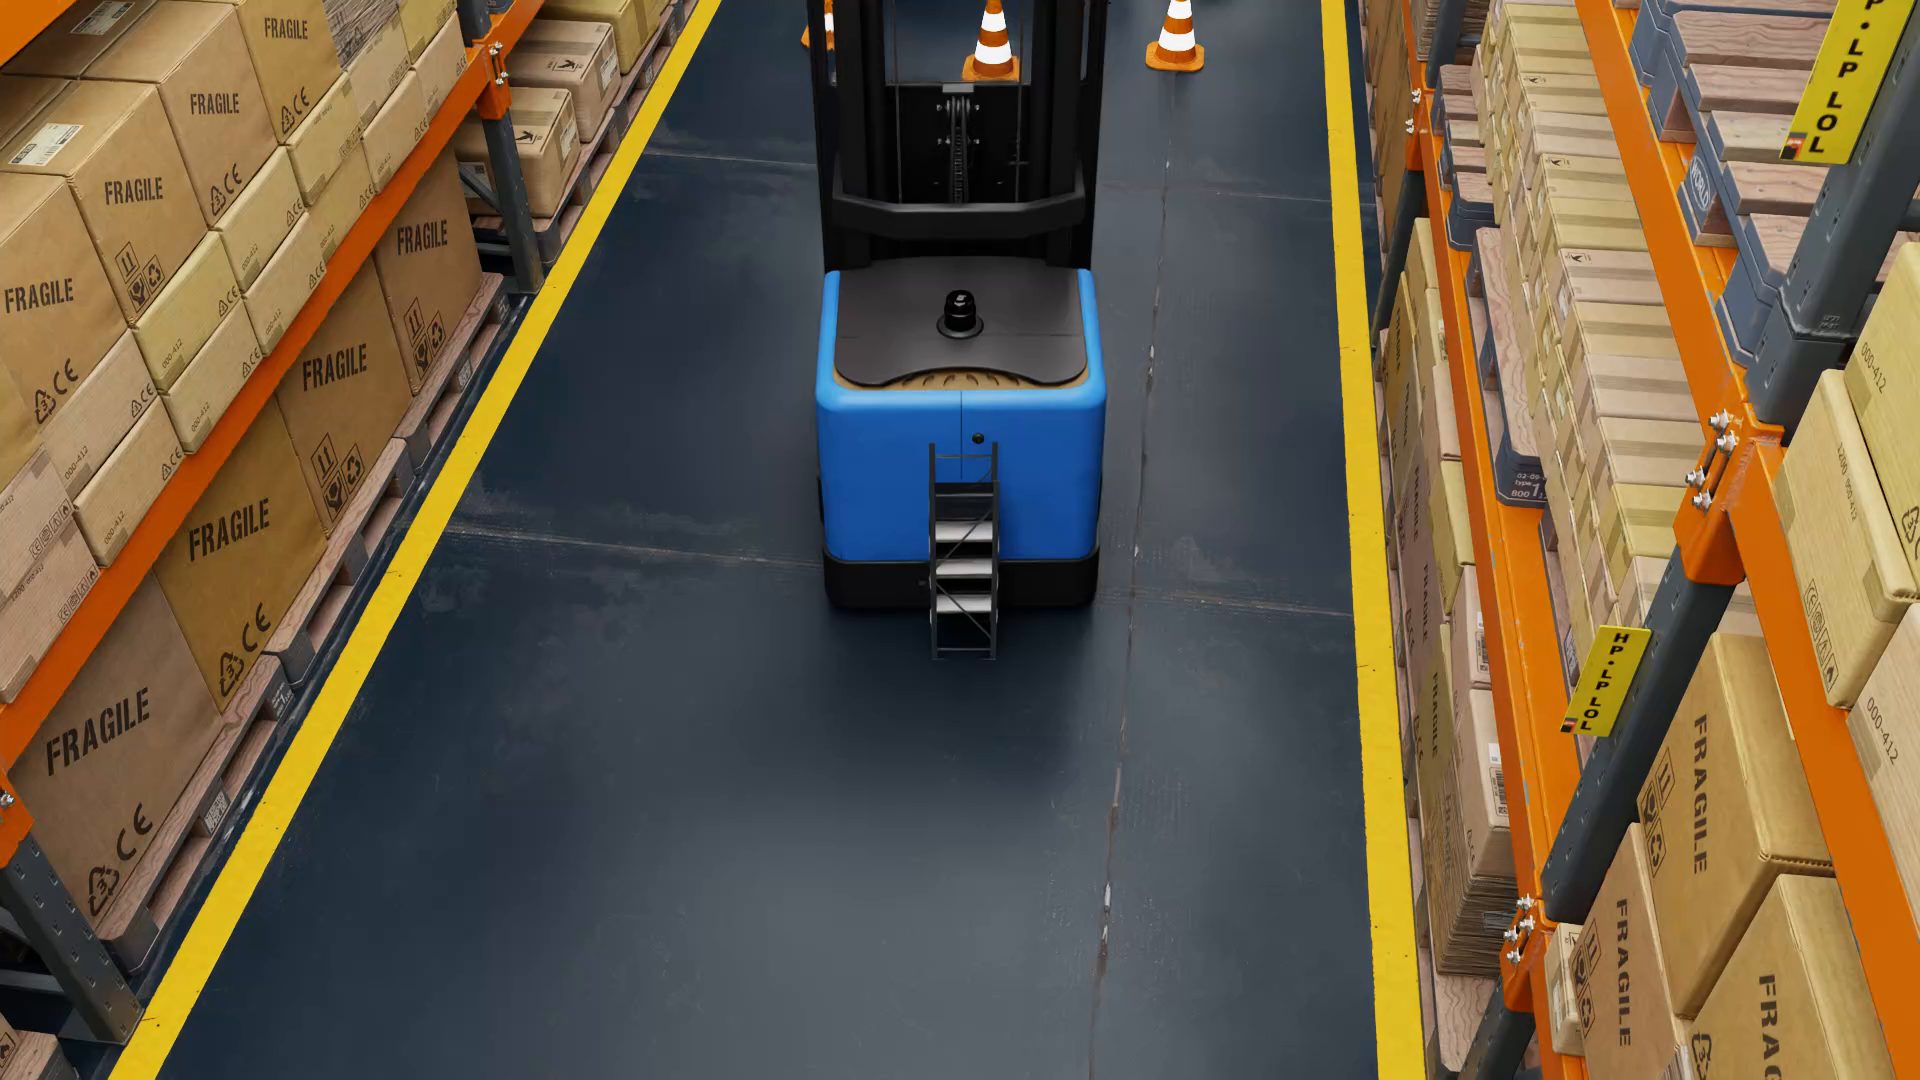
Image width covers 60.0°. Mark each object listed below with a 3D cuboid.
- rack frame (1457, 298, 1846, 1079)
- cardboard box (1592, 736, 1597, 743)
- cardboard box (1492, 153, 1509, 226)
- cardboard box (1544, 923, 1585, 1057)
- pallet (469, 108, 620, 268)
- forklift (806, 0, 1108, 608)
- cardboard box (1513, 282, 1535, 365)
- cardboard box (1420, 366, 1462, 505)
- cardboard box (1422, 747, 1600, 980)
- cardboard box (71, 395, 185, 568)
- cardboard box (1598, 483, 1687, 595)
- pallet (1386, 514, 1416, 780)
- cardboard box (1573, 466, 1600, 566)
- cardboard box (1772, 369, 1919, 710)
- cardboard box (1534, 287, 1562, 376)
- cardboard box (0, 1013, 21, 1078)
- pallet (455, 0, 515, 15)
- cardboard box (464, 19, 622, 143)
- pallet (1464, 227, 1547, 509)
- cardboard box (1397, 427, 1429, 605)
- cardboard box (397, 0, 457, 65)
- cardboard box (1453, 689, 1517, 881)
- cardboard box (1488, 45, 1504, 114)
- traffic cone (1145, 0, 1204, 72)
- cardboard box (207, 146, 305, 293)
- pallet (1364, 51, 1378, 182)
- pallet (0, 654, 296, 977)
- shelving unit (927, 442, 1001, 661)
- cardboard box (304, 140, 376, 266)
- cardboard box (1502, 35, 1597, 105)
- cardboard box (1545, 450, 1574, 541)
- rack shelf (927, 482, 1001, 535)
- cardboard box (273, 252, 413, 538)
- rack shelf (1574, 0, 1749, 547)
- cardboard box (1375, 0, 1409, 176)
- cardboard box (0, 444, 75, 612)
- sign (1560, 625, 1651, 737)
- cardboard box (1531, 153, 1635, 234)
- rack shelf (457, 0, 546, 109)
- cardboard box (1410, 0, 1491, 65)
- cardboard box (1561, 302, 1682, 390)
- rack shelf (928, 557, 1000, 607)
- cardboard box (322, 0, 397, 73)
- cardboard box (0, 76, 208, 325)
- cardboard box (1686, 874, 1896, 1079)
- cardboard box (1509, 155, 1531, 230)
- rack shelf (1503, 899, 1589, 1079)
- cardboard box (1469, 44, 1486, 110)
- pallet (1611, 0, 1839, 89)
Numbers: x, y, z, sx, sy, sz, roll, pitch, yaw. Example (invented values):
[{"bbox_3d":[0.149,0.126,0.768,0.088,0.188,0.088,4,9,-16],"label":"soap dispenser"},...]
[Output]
[{"bbox_3d":[1.874,0.762,3.764,1.000,3.000,0.127,5,44,6],"label":"rack frame"},{"bbox_3d":[1.730,0.412,4.011,0.380,0.149,0.250,4,44,5],"label":"cardboard box"},{"bbox_3d":[2.039,-1.188,5.701,0.380,0.149,0.250,7,44,7],"label":"cardboard box"},{"bbox_3d":[1.512,1.016,3.678,0.380,0.149,0.250,7,44,7],"label":"cardboard box"},{"bbox_3d":[-2.412,-1.865,8.567,1.003,0.211,1.213,5,44,6],"label":"pallet"},{"bbox_3d":[-0.014,-1.796,6.515,1.130,2.935,3.031,-1,43,-1],"label":"forklift"},{"bbox_3d":[1.934,-0.658,5.141,0.380,0.149,0.250,4,44,4],"label":"cardboard box"},{"bbox_3d":[1.926,-0.352,5.907,0.500,0.250,0.500,6,44,6],"label":"cardboard box"},{"bbox_3d":[1.722,0.989,5.036,0.500,0.500,0.500,4,44,5],"label":"cardboard box"},{"bbox_3d":[-2.659,-0.194,4.882,0.500,0.250,0.500,4,44,4],"label":"cardboard box"},{"bbox_3d":[1.768,0.010,4.003,0.380,0.149,0.250,4,44,4],"label":"cardboard box"},{"bbox_3d":[2.134,0.410,6.164,1.003,0.211,1.213,5,44,6],"label":"pallet"},{"bbox_3d":[1.800,-0.045,4.277,0.380,0.149,0.250,7,44,7],"label":"cardboard box"},{"bbox_3d":[1.551,0.018,2.476,0.500,0.250,0.500,7,44,8],"label":"cardboard box"},{"bbox_3d":[1.901,-0.596,4.858,0.380,0.149,0.250,5,44,6],"label":"cardboard box"},{"bbox_3d":[-3.235,1.577,4.461,0.875,0.438,0.875,5,44,5],"label":"cardboard box"},{"bbox_3d":[-2.529,-2.771,7.635,1.213,0.211,1.003,5,44,6],"label":"pallet"},{"bbox_3d":[-2.343,-2.432,8.742,0.950,0.372,0.625,4,44,5],"label":"cardboard box"},{"bbox_3d":[2.182,-0.542,5.280,1.003,0.211,1.213,5,44,6],"label":"pallet"},{"bbox_3d":[1.930,-0.057,6.141,0.500,0.500,0.500,4,44,4],"label":"cardboard box"},{"bbox_3d":[-2.329,-2.119,6.552,0.500,0.250,0.500,5,44,5],"label":"cardboard box"},{"bbox_3d":[1.722,0.714,4.782,0.500,0.250,0.500,4,44,4],"label":"cardboard box"},{"bbox_3d":[2.106,-1.637,5.959,0.380,0.149,0.250,7,44,8],"label":"cardboard box"},{"bbox_3d":[1.257,-2.993,9.574,0.336,0.463,0.334,5,44,6],"label":"traffic cone"},{"bbox_3d":[-2.509,-1.065,5.439,0.500,0.250,0.500,4,44,4],"label":"cardboard box"},{"bbox_3d":[2.745,-2.311,9.038,1.003,0.211,1.213,5,44,6],"label":"pallet"},{"bbox_3d":[-3.019,0.860,5.688,1.003,0.211,1.213,5,44,6],"label":"pallet"},{"bbox_3d":[0.013,0.057,6.035,0.258,0.900,0.210,-1,43,-1],"label":"shelving unit"},{"bbox_3d":[-2.461,-1.232,5.978,0.500,0.250,0.500,5,44,5],"label":"cardboard box"},{"bbox_3d":[2.080,-1.594,5.697,0.380,0.149,0.250,5,44,5],"label":"cardboard box"},{"bbox_3d":[1.832,-0.106,4.557,0.380,0.149,0.250,3,44,3],"label":"cardboard box"},{"bbox_3d":[0.013,-0.115,5.872,0.258,0.077,0.200,-1,43,-1],"label":"rack shelf"},{"bbox_3d":[-2.813,-0.656,6.501,0.875,0.875,0.875,6,44,6],"label":"cardboard box"},{"bbox_3d":[2.138,-1.429,4.420,1.077,0.370,4.000,5,44,6],"label":"rack shelf"},{"bbox_3d":[2.685,-2.303,8.331,1.050,0.750,0.750,6,44,6],"label":"cardboard box"},{"bbox_3d":[-2.708,-0.021,4.336,0.500,0.250,0.500,4,44,4],"label":"cardboard box"},{"bbox_3d":[1.323,0.293,3.417,0.100,0.325,0.005,5,44,6],"label":"sign"},{"bbox_3d":[1.977,-1.049,5.120,0.380,0.149,0.250,6,44,7],"label":"cardboard box"},{"bbox_3d":[-2.253,-3.447,8.732,1.077,0.370,4.000,5,44,6],"label":"rack shelf"},{"bbox_3d":[2.196,-2.332,6.959,0.500,0.500,0.500,5,44,6],"label":"cardboard box"},{"bbox_3d":[1.875,-0.512,4.554,0.380,0.149,0.250,4,44,4],"label":"cardboard box"},{"bbox_3d":[0.013,0.147,6.120,0.258,0.077,0.200,-1,43,-1],"label":"rack shelf"},{"bbox_3d":[-2.386,-2.018,5.900,0.500,0.500,0.500,6,44,6],"label":"cardboard box"},{"bbox_3d":[-2.594,-0.983,4.807,0.500,0.500,0.500,4,44,4],"label":"cardboard box"},{"bbox_3d":[1.519,0.894,2.608,0.500,0.500,0.500,4,44,4],"label":"cardboard box"},{"bbox_3d":[2.007,-1.114,5.405,0.380,0.149,0.250,5,44,6],"label":"cardboard box"},{"bbox_3d":[1.609,2.386,2.572,1.077,0.370,4.000,5,44,6],"label":"rack shelf"},{"bbox_3d":[2.143,-1.739,6.282,0.380,0.149,0.250,5,44,5],"label":"cardboard box"},{"bbox_3d":[2.195,-1.378,3.978,1.213,0.211,1.003,5,44,6],"label":"pallet"}]
